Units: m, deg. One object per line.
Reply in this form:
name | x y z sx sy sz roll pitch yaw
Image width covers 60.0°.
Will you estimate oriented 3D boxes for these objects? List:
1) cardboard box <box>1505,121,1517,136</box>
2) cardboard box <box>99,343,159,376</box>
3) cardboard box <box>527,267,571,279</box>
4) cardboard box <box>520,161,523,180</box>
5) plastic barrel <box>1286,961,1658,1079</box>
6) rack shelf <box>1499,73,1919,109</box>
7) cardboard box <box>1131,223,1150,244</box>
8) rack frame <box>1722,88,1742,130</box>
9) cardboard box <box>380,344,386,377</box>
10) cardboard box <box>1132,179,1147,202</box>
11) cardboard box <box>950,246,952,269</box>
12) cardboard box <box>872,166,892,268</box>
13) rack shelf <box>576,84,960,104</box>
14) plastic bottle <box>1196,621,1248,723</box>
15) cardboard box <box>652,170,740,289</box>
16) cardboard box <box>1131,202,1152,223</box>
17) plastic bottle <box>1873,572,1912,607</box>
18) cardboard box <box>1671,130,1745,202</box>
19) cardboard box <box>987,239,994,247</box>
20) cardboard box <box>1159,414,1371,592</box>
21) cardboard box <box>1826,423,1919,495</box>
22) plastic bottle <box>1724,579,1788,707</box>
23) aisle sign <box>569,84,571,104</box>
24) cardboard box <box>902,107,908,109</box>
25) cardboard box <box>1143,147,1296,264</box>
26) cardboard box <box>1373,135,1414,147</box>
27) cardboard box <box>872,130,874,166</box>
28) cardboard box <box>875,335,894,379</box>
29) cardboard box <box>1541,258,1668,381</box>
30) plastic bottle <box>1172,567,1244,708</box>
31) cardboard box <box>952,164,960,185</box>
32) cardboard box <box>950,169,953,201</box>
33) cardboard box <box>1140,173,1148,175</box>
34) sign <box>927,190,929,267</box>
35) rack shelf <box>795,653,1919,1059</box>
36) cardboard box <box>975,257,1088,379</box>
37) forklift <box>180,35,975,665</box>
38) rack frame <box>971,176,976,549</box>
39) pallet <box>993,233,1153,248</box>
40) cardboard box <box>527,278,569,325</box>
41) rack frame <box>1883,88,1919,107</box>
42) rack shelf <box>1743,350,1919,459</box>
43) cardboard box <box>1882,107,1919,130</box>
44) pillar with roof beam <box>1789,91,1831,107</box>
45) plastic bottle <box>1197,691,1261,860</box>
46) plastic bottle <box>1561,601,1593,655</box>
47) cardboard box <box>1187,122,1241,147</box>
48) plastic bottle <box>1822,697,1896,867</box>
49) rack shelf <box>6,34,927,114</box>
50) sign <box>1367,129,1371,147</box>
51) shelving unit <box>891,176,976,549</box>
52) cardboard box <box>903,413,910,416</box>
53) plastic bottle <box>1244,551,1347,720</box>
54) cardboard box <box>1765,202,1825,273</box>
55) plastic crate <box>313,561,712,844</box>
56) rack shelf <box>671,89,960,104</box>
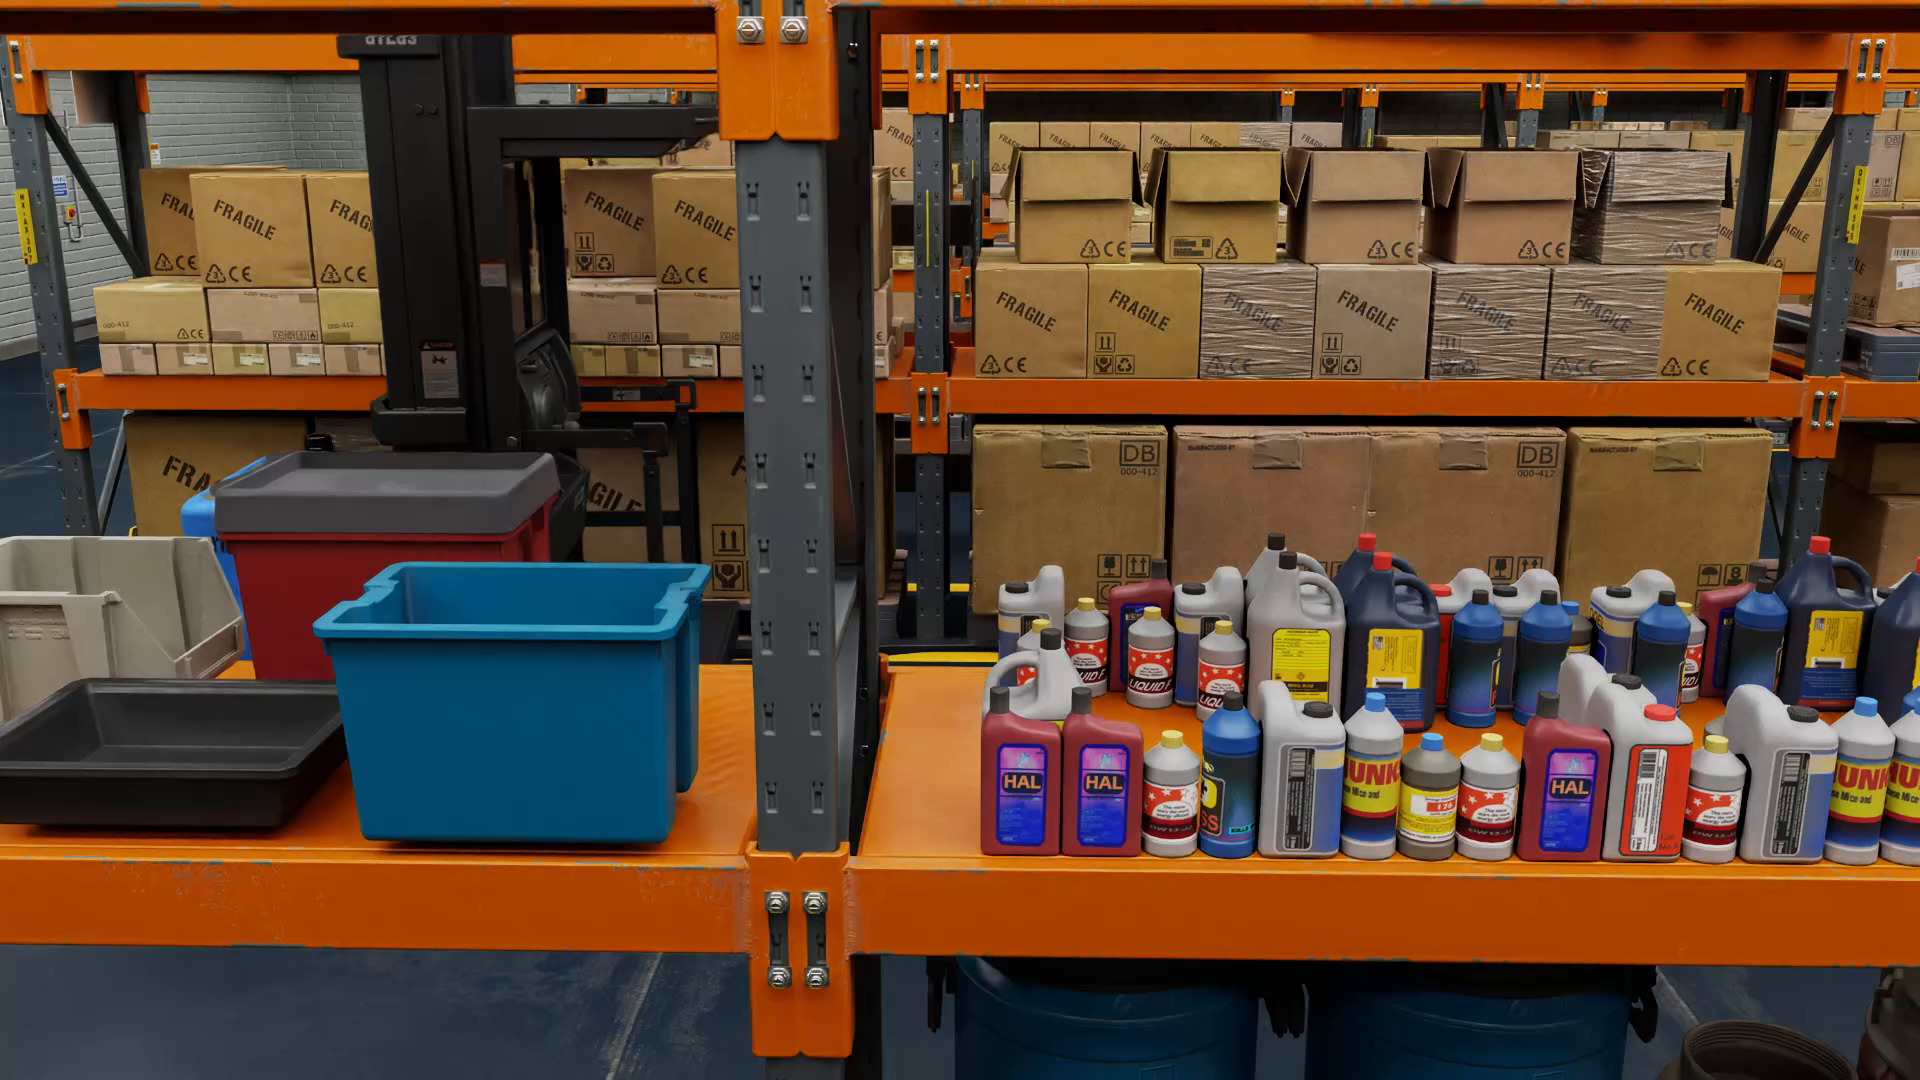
cardboard box | 5.766 -4.321 17.466 0.250 0.149 0.380 0 15 -1
cardboard box | -3.781 -0.868 7.743 0.250 0.149 0.380 1 15 2
cardboard box | -2.099 -1.203 8.230 0.500 0.250 0.500 0 15 2
cardboard box | -3.457 -2.945 12.385 0.500 0.500 0.500 0 15 1
plastic barrel | 0.996 1.037 3.319 0.708 0.901 0.600 0 15 1
rack shelf | 6.097 -3.378 12.293 4.000 0.370 1.077 0 15 1
cardboard box | 1.259 -2.271 12.238 0.250 0.149 0.380 1 15 2
rack frame | 8.122 -3.525 17.322 0.127 3.000 1.000 0 15 1
cardboard box | -2.495 -0.860 7.714 0.250 0.149 0.380 0 15 1
cardboard box | 1.266 -2.559 12.162 0.250 0.149 0.380 0 15 1
cardboard box | -0.192 -2.135 12.545 0.250 0.149 0.380 0 15 1
cardboard box | -0.601 -1.552 8.085 0.500 0.500 0.500 0 15 1
rack shelf | -1.875 -4.693 17.278 4.000 0.370 1.077 0 15 1
plastic bottle | 0.528 0.263 3.351 0.097 0.201 0.097 0 15 0
cardboard box | -1.095 -1.423 7.595 0.500 0.500 0.500 1 15 2
cardboard box | 1.259 -2.416 12.202 0.250 0.149 0.380 0 15 -1
plastic bottle | 1.933 0.205 3.427 0.135 0.276 0.152 0 15 1
cardboard box | 5.565 -2.809 12.450 0.500 0.500 0.700 0 15 1
cardboard box | 0.747 -2.769 17.799 0.875 0.875 0.875 1 15 3
cardboard box | 1.405 -0.221 8.140 0.875 0.875 1.225 0 15 -1
cardboard box | 4.541 -0.394 8.021 0.500 0.250 0.500 1 15 4
plastic bottle | 1.632 0.214 3.403 0.097 0.271 0.097 0 15 0
aisle sign | -3.953 -4.787 17.008 0.004 0.787 0.394 0 15 1
cardboard box | -0.452 -4.373 17.108 0.250 0.149 0.380 1 15 3
cardboard box | 1.196 -1.574 7.764 0.637 0.503 0.797 1 15 2
cardboard box | 4.585 -4.014 17.574 0.500 0.500 0.500 0 15 0
cardboard box | -0.894 -2.926 12.312 0.500 0.500 0.500 0 15 0
cardboard box | -0.441 -0.847 7.663 0.250 0.149 0.380 0 15 2
cardboard box | 2.872 -1.017 7.619 0.500 0.500 0.500 0 15 1
plastic bottle | 0.513 0.195 3.462 0.135 0.276 0.152 0 15 1
cardboard box | -0.267 -4.856 22.075 0.500 0.250 0.500 1 15 3
cardboard box | -0.338 -3.696 17.771 0.500 0.500 0.500 1 15 3
cardboard box | 2.089 -3.663 17.157 0.500 0.250 0.500 0 15 0
sign | -0.141 -1.365 7.283 0.005 0.325 0.100 0 15 1
rack shelf | 1.745 0.574 3.195 4.000 0.370 1.077 0 15 1
cardboard box | 0.325 -1.032 7.674 0.500 0.500 0.500 0 15 2
forklift | -1.435 -0.658 6.588 3.031 2.935 1.130 -1 15 -2
rack frame | 0.078 -1.015 9.570 0.015 2.100 0.400 0 15 1
pallet | 0.860 -2.180 12.597 1.213 0.211 1.003 0 15 1
cardboard box | -2.110 -1.068 7.717 0.500 0.250 0.500 0 15 0
rack frame | 12.244 -4.765 22.021 0.127 3.000 1.000 0 15 1
rack shelf | 5.870 -0.663 7.884 4.000 0.370 1.077 0 15 1
cardboard box | 9.568 -4.124 16.851 0.500 0.500 0.700 0 15 0
pillar with roof beam | 11.461 -6.802 17.983 0.400 9.000 9.100 0 15 1
plastic bottle | 0.447 0.384 2.757 0.097 0.271 0.097 0 15 0
plastic bottle | 1.268 0.230 3.480 0.097 0.201 0.097 0 15 0
cardboard box | 2.591 -4.026 17.063 0.500 0.500 0.500 0 15 1
plastic bottle | 1.471 0.391 2.731 0.097 0.271 0.097 0 15 0
rack shelf | -2.128 -2.166 7.699 4.000 0.370 1.077 0 15 1
sign | 4.113 -3.970 16.736 0.005 0.325 0.100 0 15 1
shelving unit | -0.165 -1.016 9.576 0.503 2.100 0.431 0 15 1
cardboard box | -0.301 -1.055 12.722 0.250 0.149 0.380 1 15 2
plastic bottle | 0.669 0.196 3.313 0.185 0.351 0.144 0 15 1
cardboard box | 6.050 -2.255 12.311 0.500 0.500 0.500 0 15 1
plastic crate | -0.730 0.276 2.829 0.575 0.384 0.392 0 15 1
rack shelf | -1.752 -5.959 22.076 4.000 0.370 1.077 0 15 1
